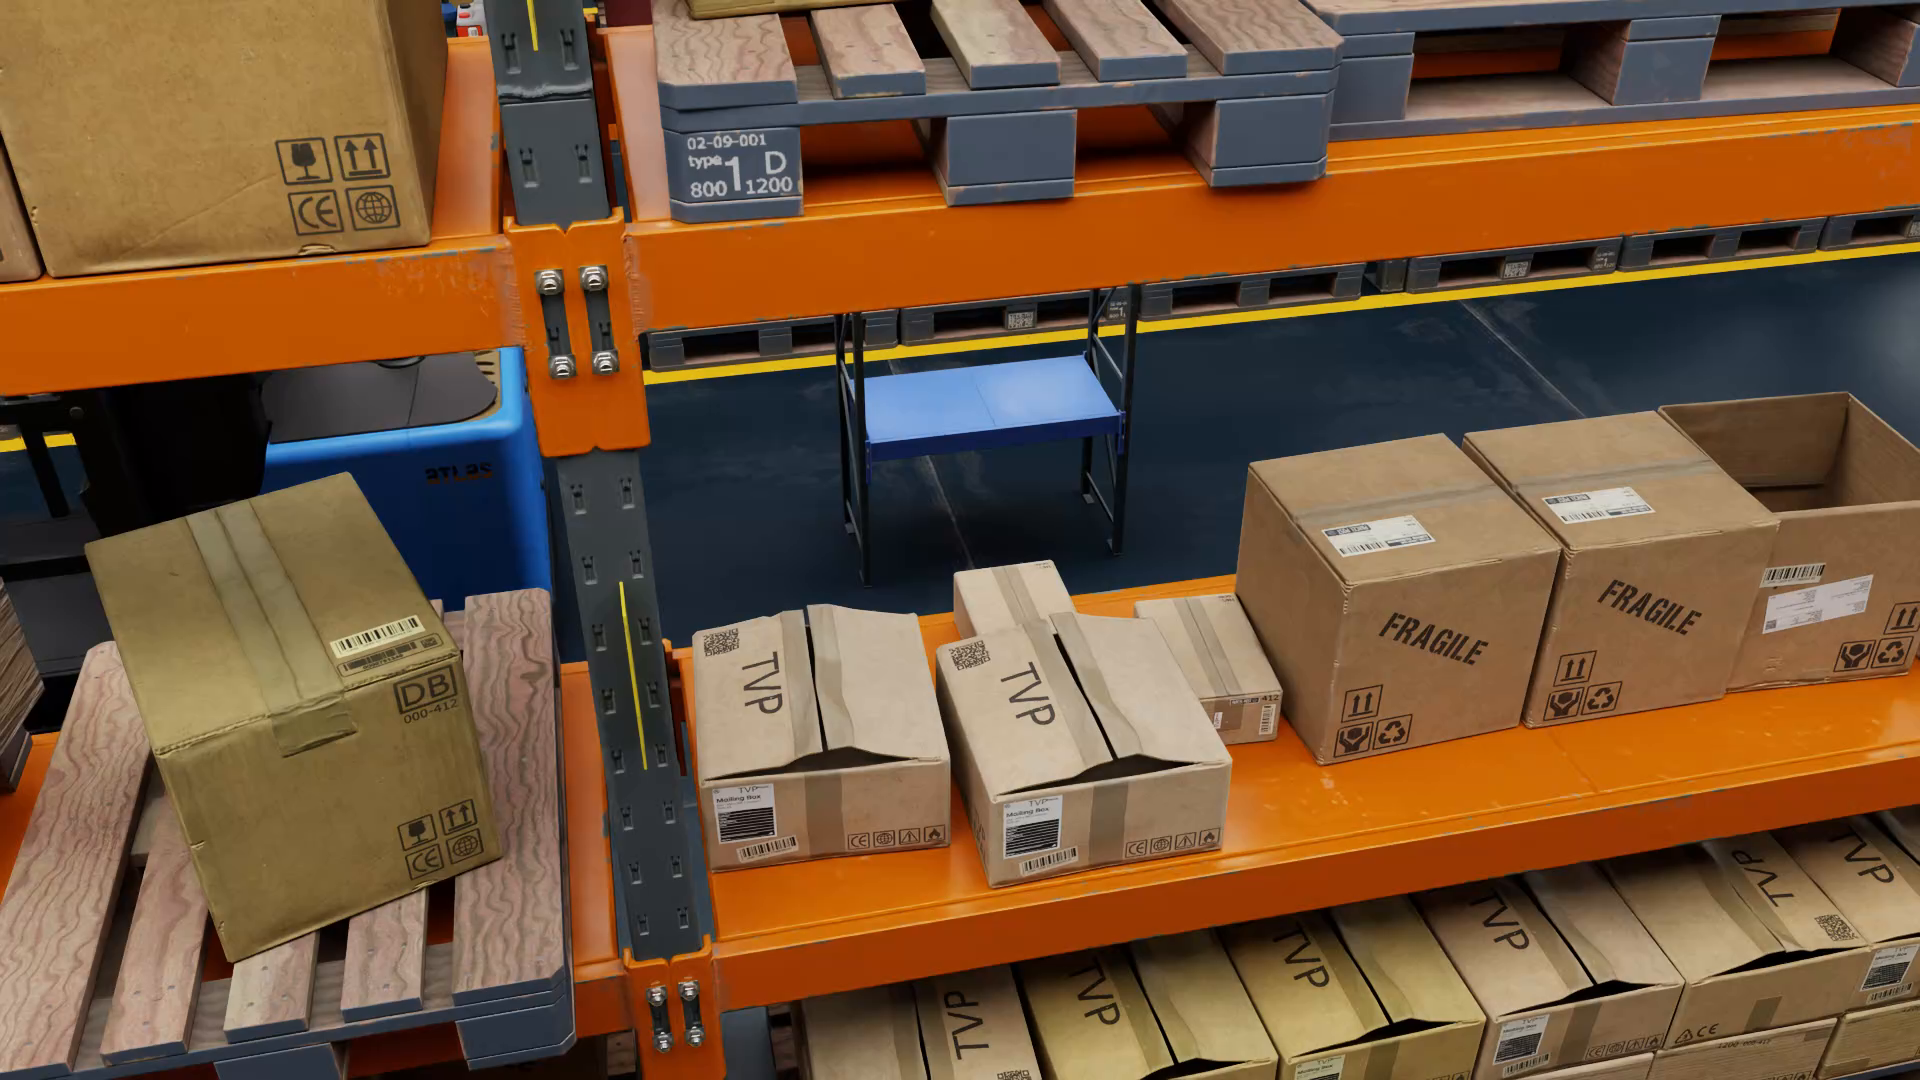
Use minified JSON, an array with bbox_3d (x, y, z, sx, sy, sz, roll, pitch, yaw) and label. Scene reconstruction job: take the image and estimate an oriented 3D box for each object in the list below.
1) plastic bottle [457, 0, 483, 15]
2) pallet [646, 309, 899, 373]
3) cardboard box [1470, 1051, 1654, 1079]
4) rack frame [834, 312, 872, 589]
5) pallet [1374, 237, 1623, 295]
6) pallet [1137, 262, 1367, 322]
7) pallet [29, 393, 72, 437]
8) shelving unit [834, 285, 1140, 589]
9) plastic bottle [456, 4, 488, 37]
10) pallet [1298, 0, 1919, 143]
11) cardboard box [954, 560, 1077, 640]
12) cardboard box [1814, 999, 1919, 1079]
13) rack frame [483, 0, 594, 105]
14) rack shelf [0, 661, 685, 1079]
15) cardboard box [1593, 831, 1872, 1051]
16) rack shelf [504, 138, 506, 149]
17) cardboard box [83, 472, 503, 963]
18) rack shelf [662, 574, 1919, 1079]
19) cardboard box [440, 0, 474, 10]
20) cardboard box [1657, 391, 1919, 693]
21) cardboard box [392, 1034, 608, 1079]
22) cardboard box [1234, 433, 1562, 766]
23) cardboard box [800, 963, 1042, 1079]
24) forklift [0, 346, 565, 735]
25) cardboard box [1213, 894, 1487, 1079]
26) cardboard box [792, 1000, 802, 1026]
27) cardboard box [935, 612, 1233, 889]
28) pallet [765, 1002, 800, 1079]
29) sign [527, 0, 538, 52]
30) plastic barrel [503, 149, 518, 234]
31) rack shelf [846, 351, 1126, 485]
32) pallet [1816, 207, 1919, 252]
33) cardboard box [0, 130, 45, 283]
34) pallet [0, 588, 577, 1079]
[{"bbox_3d":[-2.252,-2.383,7.720,0.135,0.276,0.152,-7,35,-11],"label":"plastic bottle"},{"bbox_3d":[-0.994,-1.228,8.391,1.213,0.211,1.003,-7,35,-11],"label":"pallet"},{"bbox_3d":[1.402,1.251,4.284,0.500,0.250,0.500,-6,34,-10],"label":"cardboard box"},{"bbox_3d":[-0.413,-0.571,6.255,0.032,1.500,0.500,-7,35,-11],"label":"rack frame"},{"bbox_3d":[2.807,-1.706,9.102,1.213,0.211,1.003,-7,35,-11],"label":"pallet"},{"bbox_3d":[1.386,-1.528,8.838,1.213,0.211,1.003,-7,35,-11],"label":"pallet"},{"bbox_3d":[-3.706,-0.886,7.881,1.213,0.211,1.003,-7,35,-11],"label":"pallet"},{"bbox_3d":[0.083,-0.633,6.348,1.048,1.500,0.538,-7,35,-11],"label":"shelving unit"},{"bbox_3d":[-2.218,-2.300,7.597,0.135,0.276,0.152,-7,35,-11],"label":"plastic bottle"},{"bbox_3d":[1.063,-1.057,3.111,1.213,0.211,1.003,-6,34,-8],"label":"pallet"},{"bbox_3d":[0.147,0.224,3.949,0.250,0.149,0.380,-7,35,-11],"label":"cardboard box"},{"bbox_3d":[2.398,1.126,4.471,0.500,0.250,0.500,-8,35,-11],"label":"cardboard box"},{"bbox_3d":[-0.669,-2.110,1.819,0.127,3.000,1.000,-7,35,-11],"label":"rack frame"},{"bbox_3d":[-2.620,0.925,3.325,4.000,0.370,1.077,-7,35,-11],"label":"rack shelf"},{"bbox_3d":[1.907,0.957,4.220,0.500,0.311,0.500,-7,35,-11],"label":"cardboard box"},{"bbox_3d":[-3.709,-1.767,7.337,4.000,0.370,1.077,-7,35,-11],"label":"rack shelf"},{"bbox_3d":[-1.259,0.304,3.139,0.500,0.500,0.700,-19,38,-26],"label":"cardboard box"},{"bbox_3d":[1.281,0.434,4.057,4.000,0.370,1.077,-7,35,-11],"label":"rack shelf"},{"bbox_3d":[-3.529,-4.222,11.880,0.875,0.875,1.225,-9,35,-13],"label":"cardboard box"},{"bbox_3d":[1.966,-0.002,3.972,0.500,0.500,0.500,-5,34,-7],"label":"cardboard box"},{"bbox_3d":[-1.176,1.137,4.213,0.500,0.500,0.500,-6,34,-9],"label":"cardboard box"},{"bbox_3d":[0.964,0.124,3.783,0.500,0.500,0.500,-9,35,-13],"label":"cardboard box"},{"bbox_3d":[-0.094,1.211,3.842,0.500,0.311,0.500,-6,34,-9],"label":"cardboard box"},{"bbox_3d":[-3.001,-0.779,5.281,3.031,2.935,1.130,-8,35,-11],"label":"forklift"},{"bbox_3d":[0.915,1.080,4.036,0.500,0.311,0.500,-8,35,-12],"label":"cardboard box"},{"bbox_3d":[-0.213,0.917,4.279,0.500,0.311,0.500,-6,34,-9],"label":"cardboard box"},{"bbox_3d":[0.246,0.413,3.522,0.500,0.311,0.500,-8,35,-11],"label":"cardboard box"},{"bbox_3d":[0.142,1.459,4.387,1.213,0.211,1.003,-7,35,-11],"label":"pallet"},{"bbox_3d":[-0.552,-0.784,2.071,0.005,0.325,0.100,-7,35,-11],"label":"sign"},{"bbox_3d":[-2.232,-1.516,7.887,0.708,0.830,0.600,-7,35,-11],"label":"plastic barrel"},{"bbox_3d":[0.083,-0.484,6.448,1.000,0.185,0.538,-7,35,-11],"label":"rack shelf"},{"bbox_3d":[5.187,-2.005,9.549,1.213,0.211,1.003,-7,35,-11],"label":"pallet"},{"bbox_3d":[-1.585,-0.772,2.426,0.500,0.500,0.910,-7,35,-11],"label":"cardboard box"},{"bbox_3d":[-1.315,0.582,3.363,1.003,0.211,1.213,-7,35,-11],"label":"pallet"}]
